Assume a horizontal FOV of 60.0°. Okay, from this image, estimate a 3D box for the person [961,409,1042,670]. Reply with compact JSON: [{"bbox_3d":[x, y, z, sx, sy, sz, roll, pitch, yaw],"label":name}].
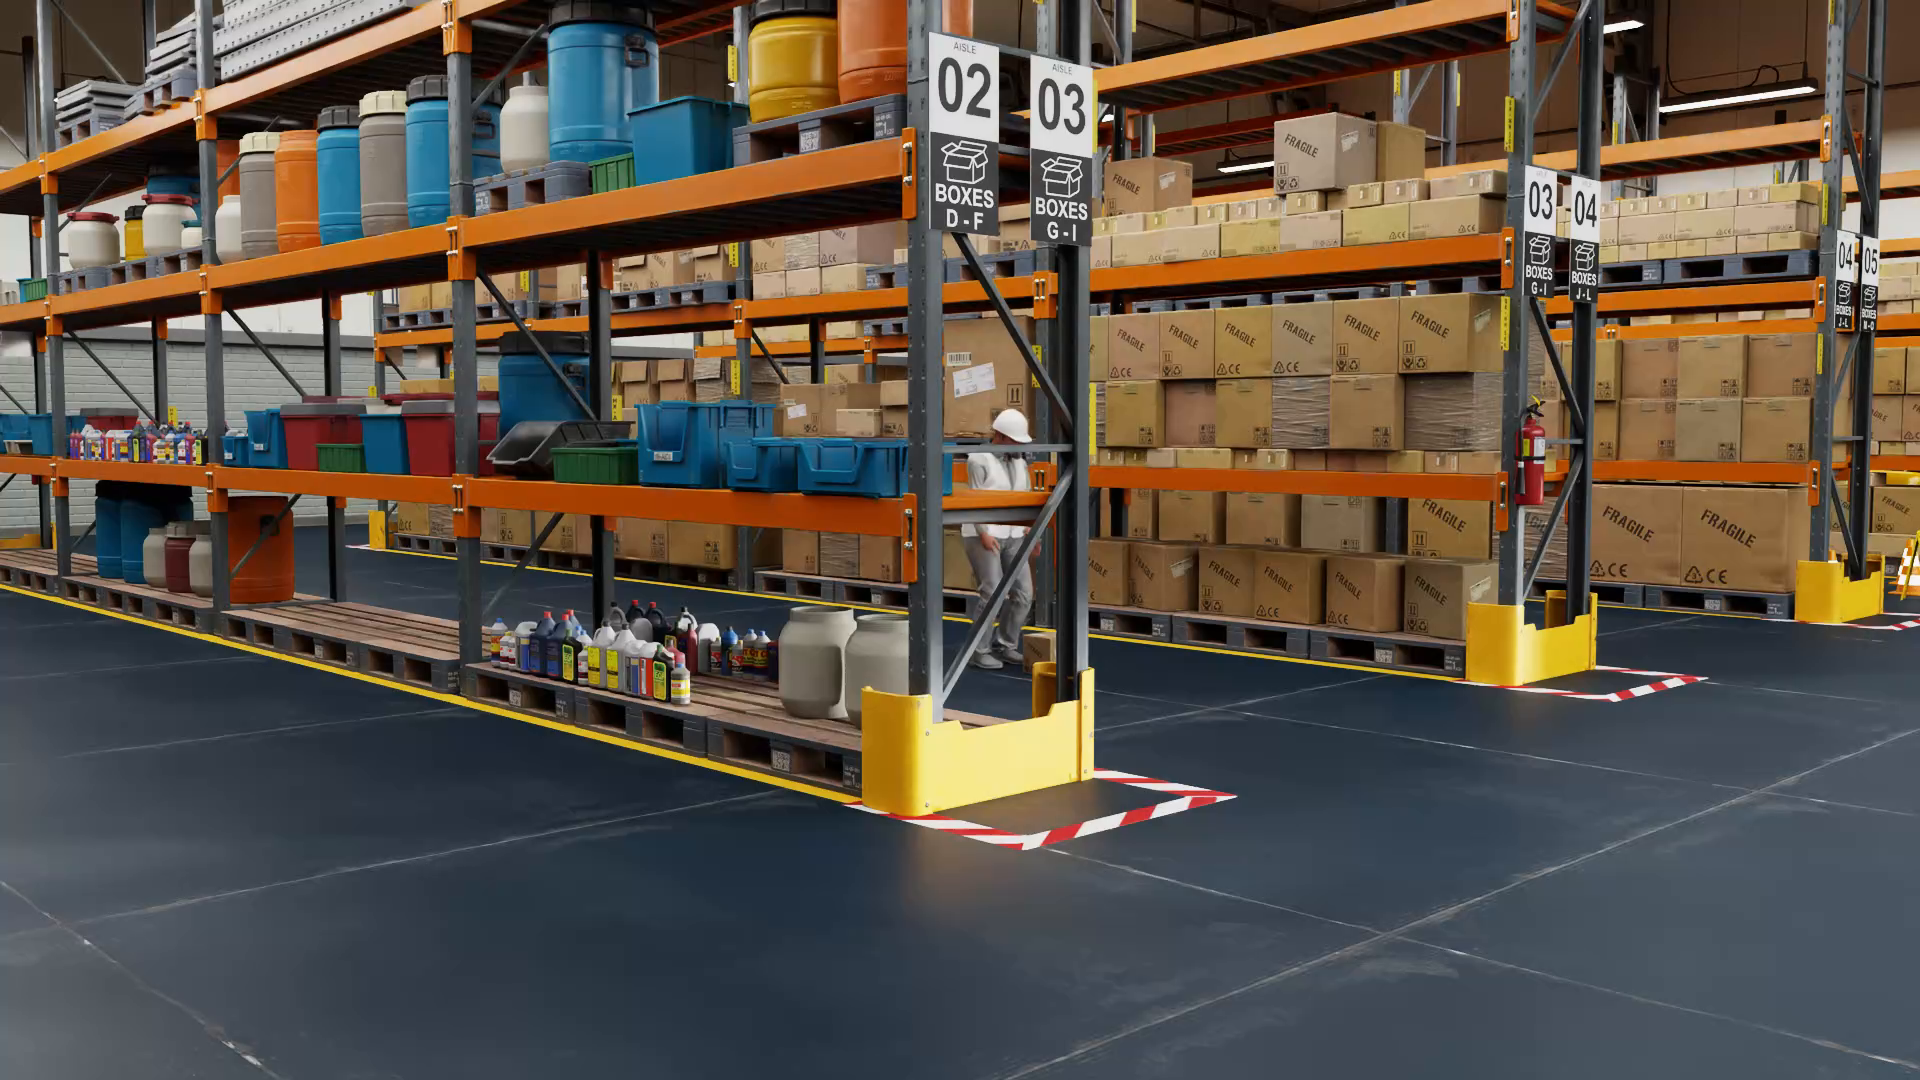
[{"bbox_3d":[0.281,-0.013,11.165,0.556,1.729,0.457,-4,5,-42],"label":"person"}]
